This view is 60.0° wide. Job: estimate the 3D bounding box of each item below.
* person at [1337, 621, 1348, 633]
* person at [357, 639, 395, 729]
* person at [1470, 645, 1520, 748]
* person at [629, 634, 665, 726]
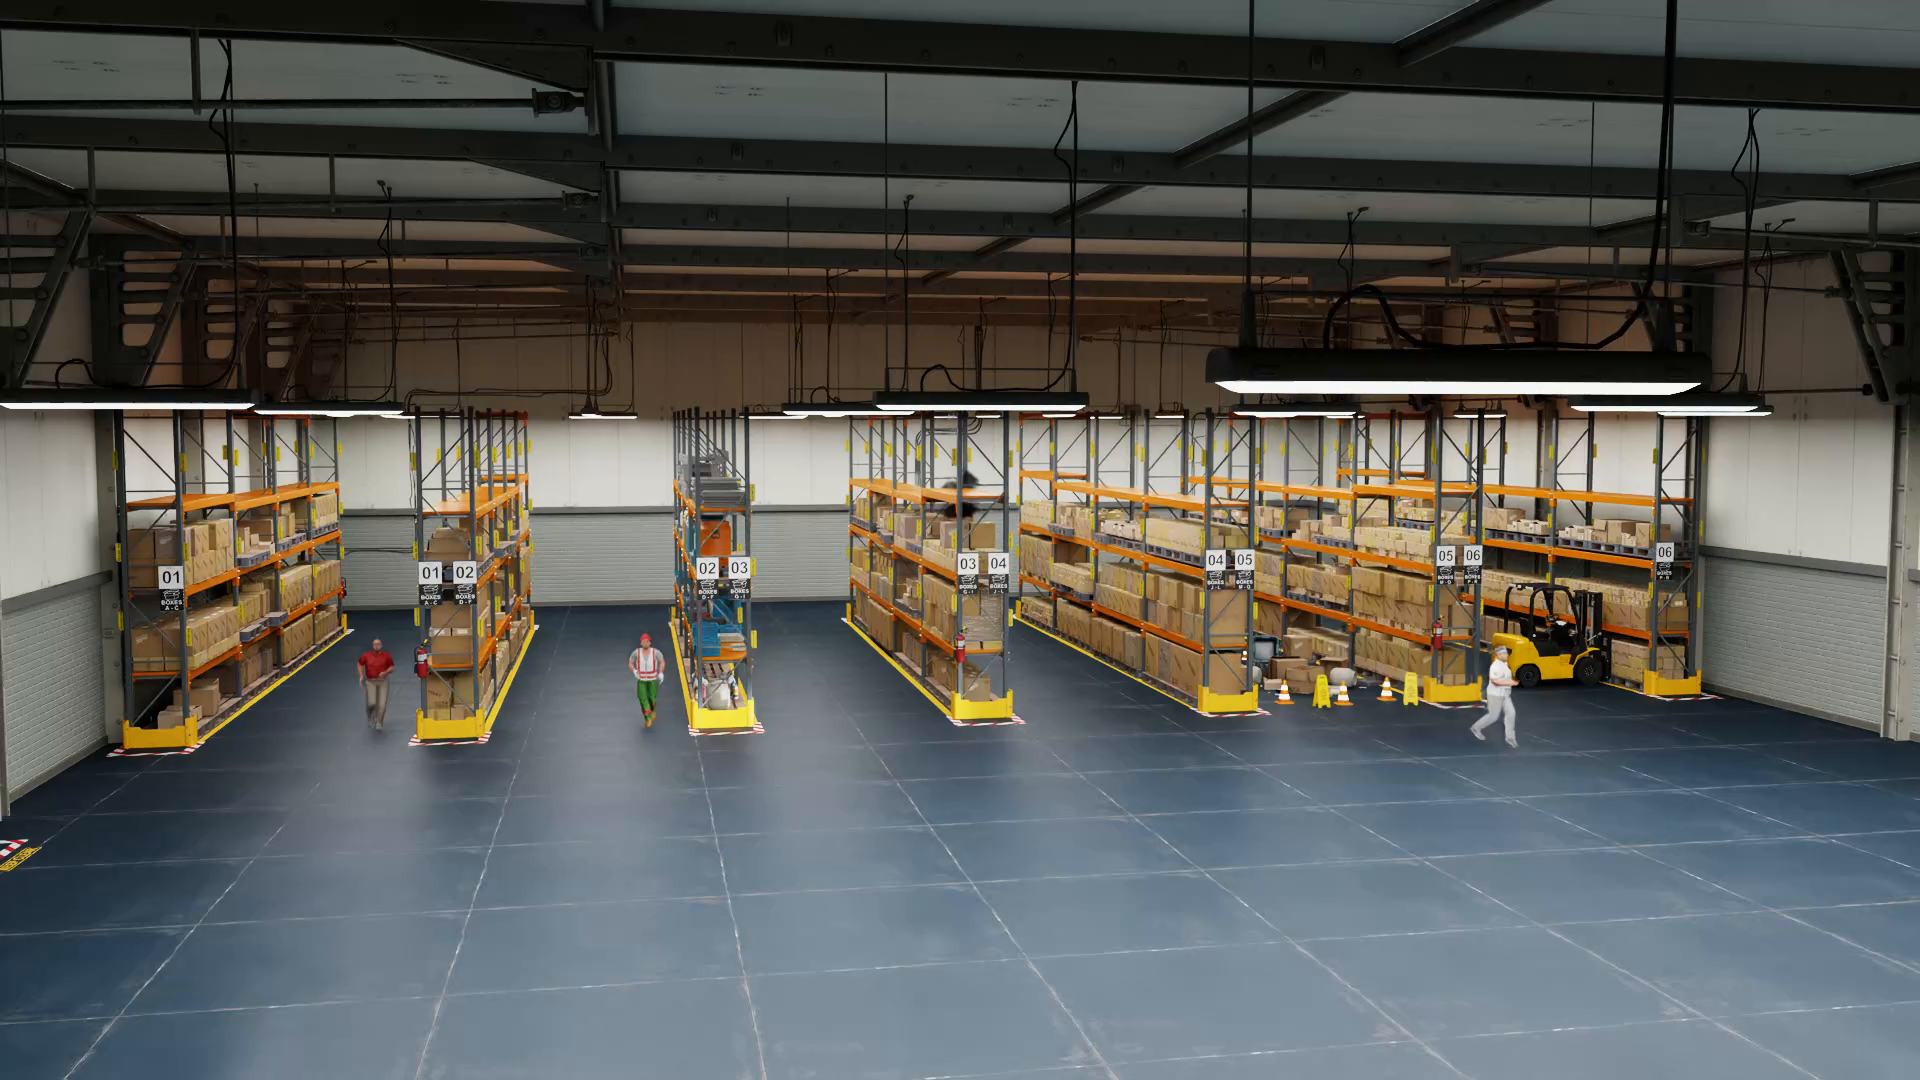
[{"bbox_3d":[10.429,1.656,44.976,0.674,1.740,0.654,-2,4,-21],"label":"person"},{"bbox_3d":[-10.807,2.685,30.813,0.646,1.688,0.633,-2,4,-23],"label":"person"},{"bbox_3d":[9.486,2.768,29.413,0.913,1.853,0.691,3,5,38],"label":"person"},{"bbox_3d":[-5.885,2.640,31.242,0.666,1.746,0.590,-1,4,-8],"label":"person"}]
